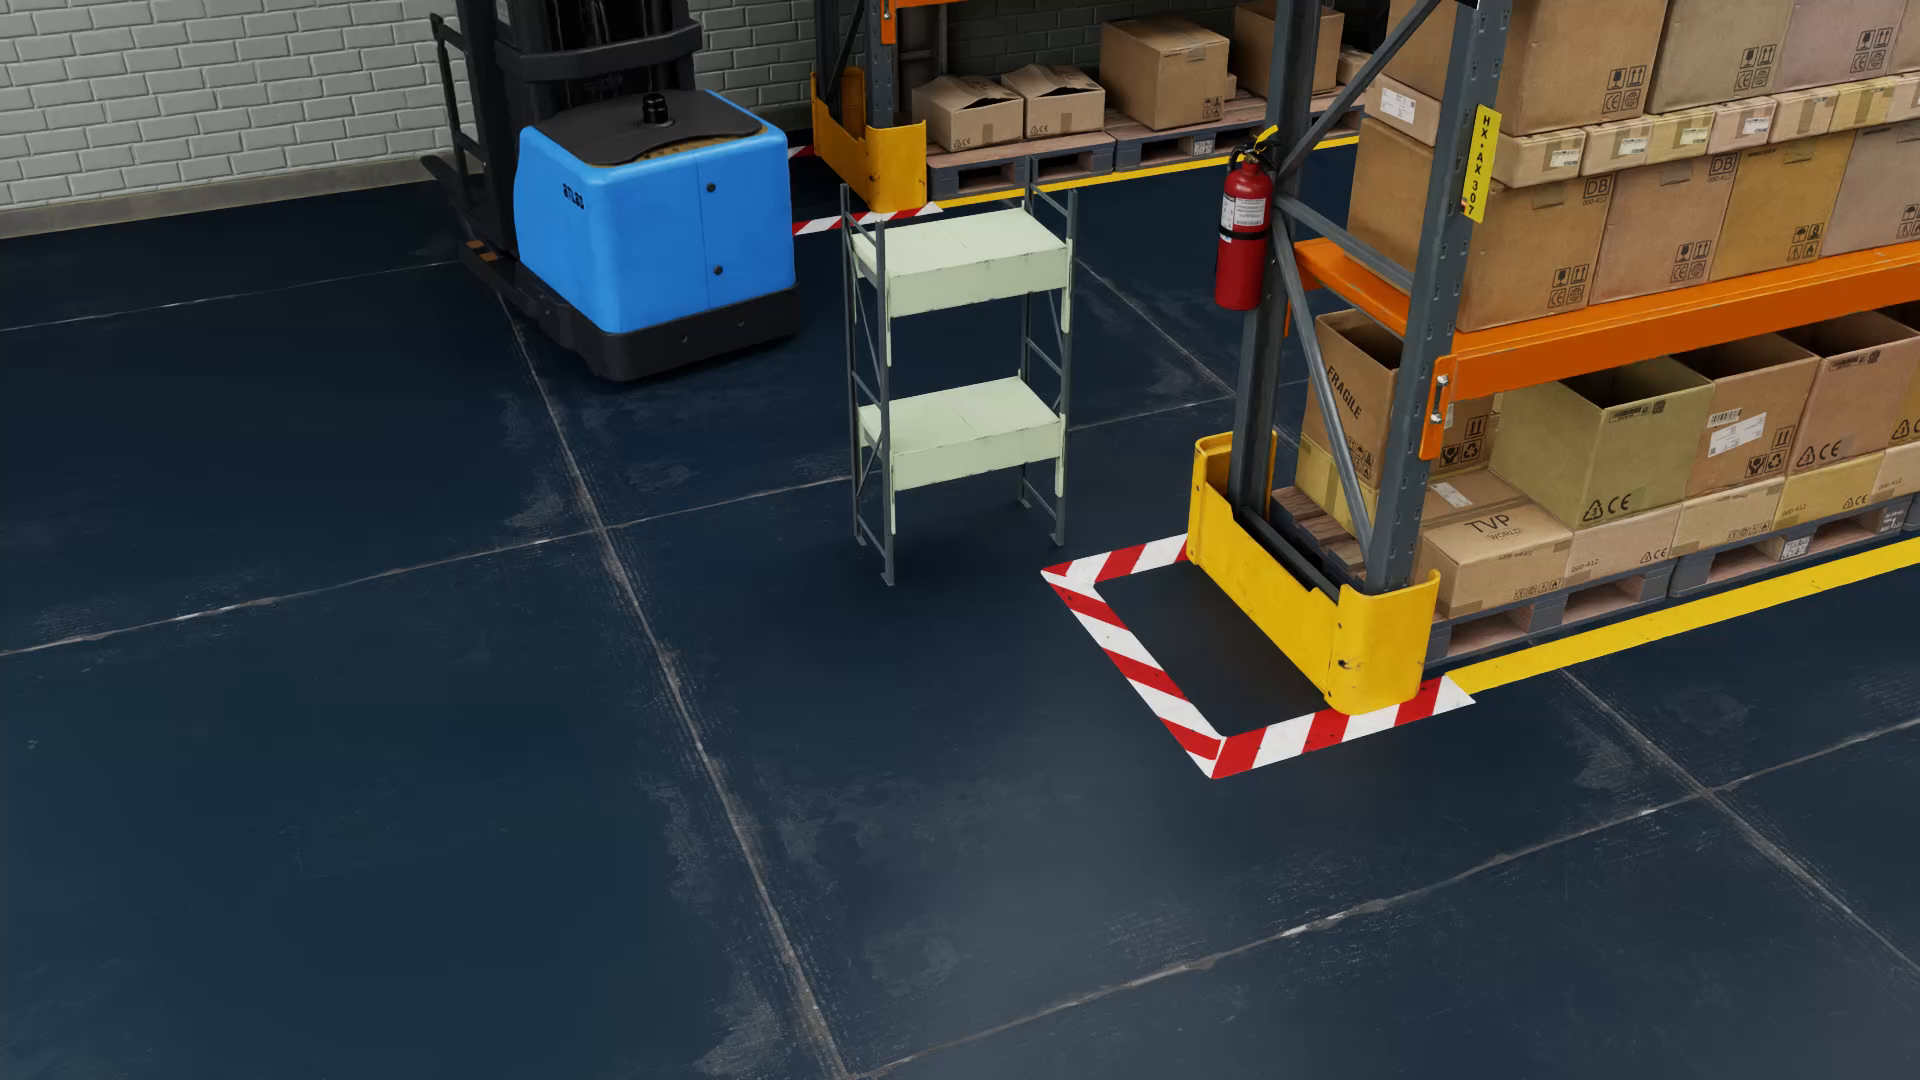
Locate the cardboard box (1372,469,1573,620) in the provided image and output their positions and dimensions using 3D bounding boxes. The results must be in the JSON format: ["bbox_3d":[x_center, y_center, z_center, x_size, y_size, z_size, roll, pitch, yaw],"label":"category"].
[{"bbox_3d":[1.872,0.007,6.125,0.500,0.250,0.500,-13,35,-19],"label":"cardboard box"}]

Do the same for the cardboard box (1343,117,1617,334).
[{"bbox_3d":[1.727,-1.102,5.602,0.500,0.500,0.700,-13,35,-19],"label":"cardboard box"}]

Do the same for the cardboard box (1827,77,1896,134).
[{"bbox_3d":[2.924,-1.530,5.664,0.250,0.149,0.380,-13,35,-20],"label":"cardboard box"}]

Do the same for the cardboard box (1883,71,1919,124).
[{"bbox_3d":[3.155,-1.581,5.743,0.250,0.149,0.380,-13,35,-18],"label":"cardboard box"}]

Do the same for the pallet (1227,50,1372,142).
[{"bbox_3d":[2.453,-2.975,11.128,1.213,0.211,1.003,-13,35,-19],"label":"pallet"}]

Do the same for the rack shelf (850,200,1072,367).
[{"bbox_3d":[-0.006,-0.954,6.126,0.720,0.370,0.431,-13,35,-19],"label":"rack shelf"}]

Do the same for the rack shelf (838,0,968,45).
[{"bbox_3d":[1.215,-3.579,10.160,4.000,0.370,1.077,-13,35,-19],"label":"rack shelf"}]

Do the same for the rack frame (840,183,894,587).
[{"bbox_3d":[-0.344,-0.550,6.220,0.023,1.500,0.400,-13,35,-19],"label":"rack frame"}]

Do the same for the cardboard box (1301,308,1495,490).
[{"bbox_3d":[1.671,-0.569,6.323,0.500,0.500,0.500,-13,35,-19],"label":"cardboard box"}]

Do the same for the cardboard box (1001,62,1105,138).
[{"bbox_3d":[0.569,-2.737,10.268,0.500,0.311,0.500,-10,34,-15],"label":"cardboard box"}]

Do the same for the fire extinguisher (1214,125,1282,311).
[{"bbox_3d":[1.003,-1.145,5.830,0.183,0.674,0.296,-13,35,-19],"label":"fire extinguisher"}]

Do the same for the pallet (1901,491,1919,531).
[{"bbox_3d":[4.231,-0.497,7.321,1.213,0.211,1.003,-13,35,-19],"label":"pallet"}]

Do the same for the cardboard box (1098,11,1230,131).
[{"bbox_3d":[1.265,-2.946,10.416,0.500,0.500,0.700,-15,36,-22],"label":"cardboard box"}]

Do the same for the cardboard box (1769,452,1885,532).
[{"bbox_3d":[3.256,-0.309,6.611,0.500,0.250,0.500,-13,35,-19],"label":"cardboard box"}]

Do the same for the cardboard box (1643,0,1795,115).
[{"bbox_3d":[2.259,-1.771,5.440,0.500,0.500,0.700,-14,36,-20],"label":"cardboard box"}]

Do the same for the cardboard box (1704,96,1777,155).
[{"bbox_3d":[2.443,-1.418,5.492,0.250,0.149,0.380,-13,35,-20],"label":"cardboard box"}]

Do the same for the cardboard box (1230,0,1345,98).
[{"bbox_3d":[2.117,-3.201,10.807,0.500,0.500,0.500,-16,36,-22],"label":"cardboard box"}]

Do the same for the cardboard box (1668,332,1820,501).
[{"bbox_3d":[2.789,-0.526,6.257,0.500,0.500,0.500,-13,35,-19],"label":"cardboard box"}]

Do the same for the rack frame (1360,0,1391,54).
[{"bbox_3d":[3.059,-4.303,10.613,0.127,3.000,1.000,-13,35,-19],"label":"rack frame"}]

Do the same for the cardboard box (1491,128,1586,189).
[{"bbox_3d":[1.737,-1.257,5.245,0.250,0.149,0.380,-13,35,-19],"label":"cardboard box"}]

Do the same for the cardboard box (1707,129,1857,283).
[{"bbox_3d":[2.670,-1.318,5.933,0.500,0.500,0.700,-13,35,-19],"label":"cardboard box"}]

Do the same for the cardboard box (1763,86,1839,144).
[{"bbox_3d":[2.688,-1.476,5.581,0.250,0.149,0.380,-14,36,-21],"label":"cardboard box"}]

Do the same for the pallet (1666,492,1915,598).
[{"bbox_3d":[3.104,-0.238,6.922,1.213,0.211,1.003,-13,35,-19],"label":"pallet"}]

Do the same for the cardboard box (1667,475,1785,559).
[{"bbox_3d":[2.793,-0.206,6.452,0.500,0.250,0.500,-13,35,-19],"label":"cardboard box"}]

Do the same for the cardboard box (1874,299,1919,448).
[{"bbox_3d":[3.712,-0.736,6.579,0.500,0.500,0.500,-13,35,-19],"label":"cardboard box"}]

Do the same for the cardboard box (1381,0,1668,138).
[{"bbox_3d":[1.776,-1.657,5.266,0.500,0.500,0.700,-13,35,-19],"label":"cardboard box"}]

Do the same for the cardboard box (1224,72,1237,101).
[{"bbox_3d":[1.576,-2.965,10.767,0.250,0.149,0.380,-16,36,-23],"label":"cardboard box"}]

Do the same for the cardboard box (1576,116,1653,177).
[{"bbox_3d":[1.979,-1.314,5.332,0.250,0.149,0.380,-14,36,-20],"label":"cardboard box"}]

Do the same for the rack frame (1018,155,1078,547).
[{"bbox_3d":[0.331,-0.704,6.458,0.023,1.500,0.400,-13,35,-19],"label":"rack frame"}]

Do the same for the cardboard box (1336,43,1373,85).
[{"bbox_3d":[2.577,-3.172,11.069,0.250,0.166,0.380,-18,37,-25],"label":"cardboard box"}]

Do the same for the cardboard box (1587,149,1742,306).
[{"bbox_3d":[2.210,-1.216,5.776,0.500,0.500,0.700,-12,35,-18],"label":"cardboard box"}]

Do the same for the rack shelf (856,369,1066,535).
[{"bbox_3d":[-0.006,-0.354,6.517,0.720,0.370,0.431,-13,35,-19],"label":"rack shelf"}]

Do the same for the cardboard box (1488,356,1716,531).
[{"bbox_3d":[2.333,-0.414,6.085,0.500,0.500,0.500,-13,35,-19],"label":"cardboard box"}]

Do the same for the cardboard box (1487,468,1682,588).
[{"bbox_3d":[2.332,-0.101,6.290,0.500,0.250,0.500,-13,35,-19],"label":"cardboard box"}]

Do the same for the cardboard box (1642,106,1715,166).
[{"bbox_3d":[2.210,-1.366,5.412,0.250,0.149,0.380,-13,35,-19],"label":"cardboard box"}]

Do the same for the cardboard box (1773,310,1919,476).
[{"bbox_3d":[3.257,-0.623,6.406,0.500,0.500,0.500,-13,35,-19],"label":"cardboard box"}]

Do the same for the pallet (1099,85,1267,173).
[{"bbox_3d":[1.327,-2.715,10.729,1.213,0.211,1.003,-13,35,-19],"label":"pallet"}]

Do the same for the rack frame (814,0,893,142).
[{"bbox_3d":[-0.629,-3.459,9.315,0.127,3.000,1.000,-13,35,-19],"label":"rack frame"}]

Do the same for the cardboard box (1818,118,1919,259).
[{"bbox_3d":[3.154,-1.431,6.107,0.500,0.500,0.700,-12,35,-18],"label":"cardboard box"}]

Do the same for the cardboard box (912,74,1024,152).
[{"bbox_3d":[0.044,-2.617,10.083,0.500,0.311,0.500,-17,37,-24],"label":"cardboard box"}]

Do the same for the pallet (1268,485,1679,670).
[{"bbox_3d":[1.981,0.018,6.529,1.213,0.211,1.003,-13,35,-19],"label":"pallet"}]

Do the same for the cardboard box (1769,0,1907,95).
[{"bbox_3d":[2.723,-1.878,5.605,0.500,0.500,0.700,-13,35,-19],"label":"cardboard box"}]

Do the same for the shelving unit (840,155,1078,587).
[{"bbox_3d":[-0.006,-0.627,6.339,0.755,1.500,0.431,-13,35,-19],"label":"shelving unit"}]

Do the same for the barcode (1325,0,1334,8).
[{"bbox_3d":[2.468,-3.581,11.098,0.075,0.075,0.001,-13,35,-19],"label":"barcode"}]

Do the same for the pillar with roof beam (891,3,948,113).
[{"bbox_3d":[1.348,-4.391,5.248,0.400,9.000,9.100,-13,35,-19],"label":"pillar with roof beam"}]

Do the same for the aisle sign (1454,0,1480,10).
[{"bbox_3d":[1.350,-1.890,4.521,0.004,0.787,0.394,-13,35,-19],"label":"aisle sign"}]

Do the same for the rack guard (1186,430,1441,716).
[{"bbox_3d":[1.270,0.084,6.162,0.348,0.500,1.175,-13,35,-19],"label":"rack guard"}]

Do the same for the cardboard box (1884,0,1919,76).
[{"bbox_3d":[3.185,-1.984,5.767,0.500,0.500,0.700,-13,35,-19],"label":"cardboard box"}]

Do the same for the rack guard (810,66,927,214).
[{"bbox_3d":[-0.559,-2.427,10.021,0.348,0.500,1.175,-13,35,-19],"label":"rack guard"}]

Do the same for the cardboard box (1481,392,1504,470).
[{"bbox_3d":[2.128,-0.365,6.697,0.500,0.250,0.500,-13,35,-19],"label":"cardboard box"}]

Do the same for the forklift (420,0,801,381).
[{"bbox_3d":[-2.042,-2.726,8.252,1.130,2.935,3.031,-21,38,-29],"label":"forklift"}]

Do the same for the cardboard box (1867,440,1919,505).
[{"bbox_3d":[3.717,-0.415,6.774,0.500,0.250,0.500,-13,35,-19],"label":"cardboard box"}]

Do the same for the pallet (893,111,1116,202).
[{"bbox_3d":[0.204,-2.460,10.337,1.213,0.211,1.003,-13,35,-19],"label":"pallet"}]

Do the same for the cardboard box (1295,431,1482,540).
[{"bbox_3d":[1.672,-0.254,6.526,0.500,0.250,0.500,-13,35,-19],"label":"cardboard box"}]

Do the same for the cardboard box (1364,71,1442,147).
[{"bbox_3d":[1.570,-1.459,5.555,0.250,0.149,0.380,-13,35,-20],"label":"cardboard box"}]

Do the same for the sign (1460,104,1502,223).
[{"bbox_3d":[1.501,-1.084,4.799,0.005,0.325,0.100,-13,35,-19],"label":"sign"}]

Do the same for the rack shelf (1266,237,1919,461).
[{"bbox_3d":[3.136,-1.089,6.333,4.000,0.370,1.077,-13,35,-19],"label":"rack shelf"}]

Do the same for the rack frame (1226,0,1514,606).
[{"bbox_3d":[1.292,-0.968,5.488,0.127,3.000,1.000,-13,35,-19],"label":"rack frame"}]
